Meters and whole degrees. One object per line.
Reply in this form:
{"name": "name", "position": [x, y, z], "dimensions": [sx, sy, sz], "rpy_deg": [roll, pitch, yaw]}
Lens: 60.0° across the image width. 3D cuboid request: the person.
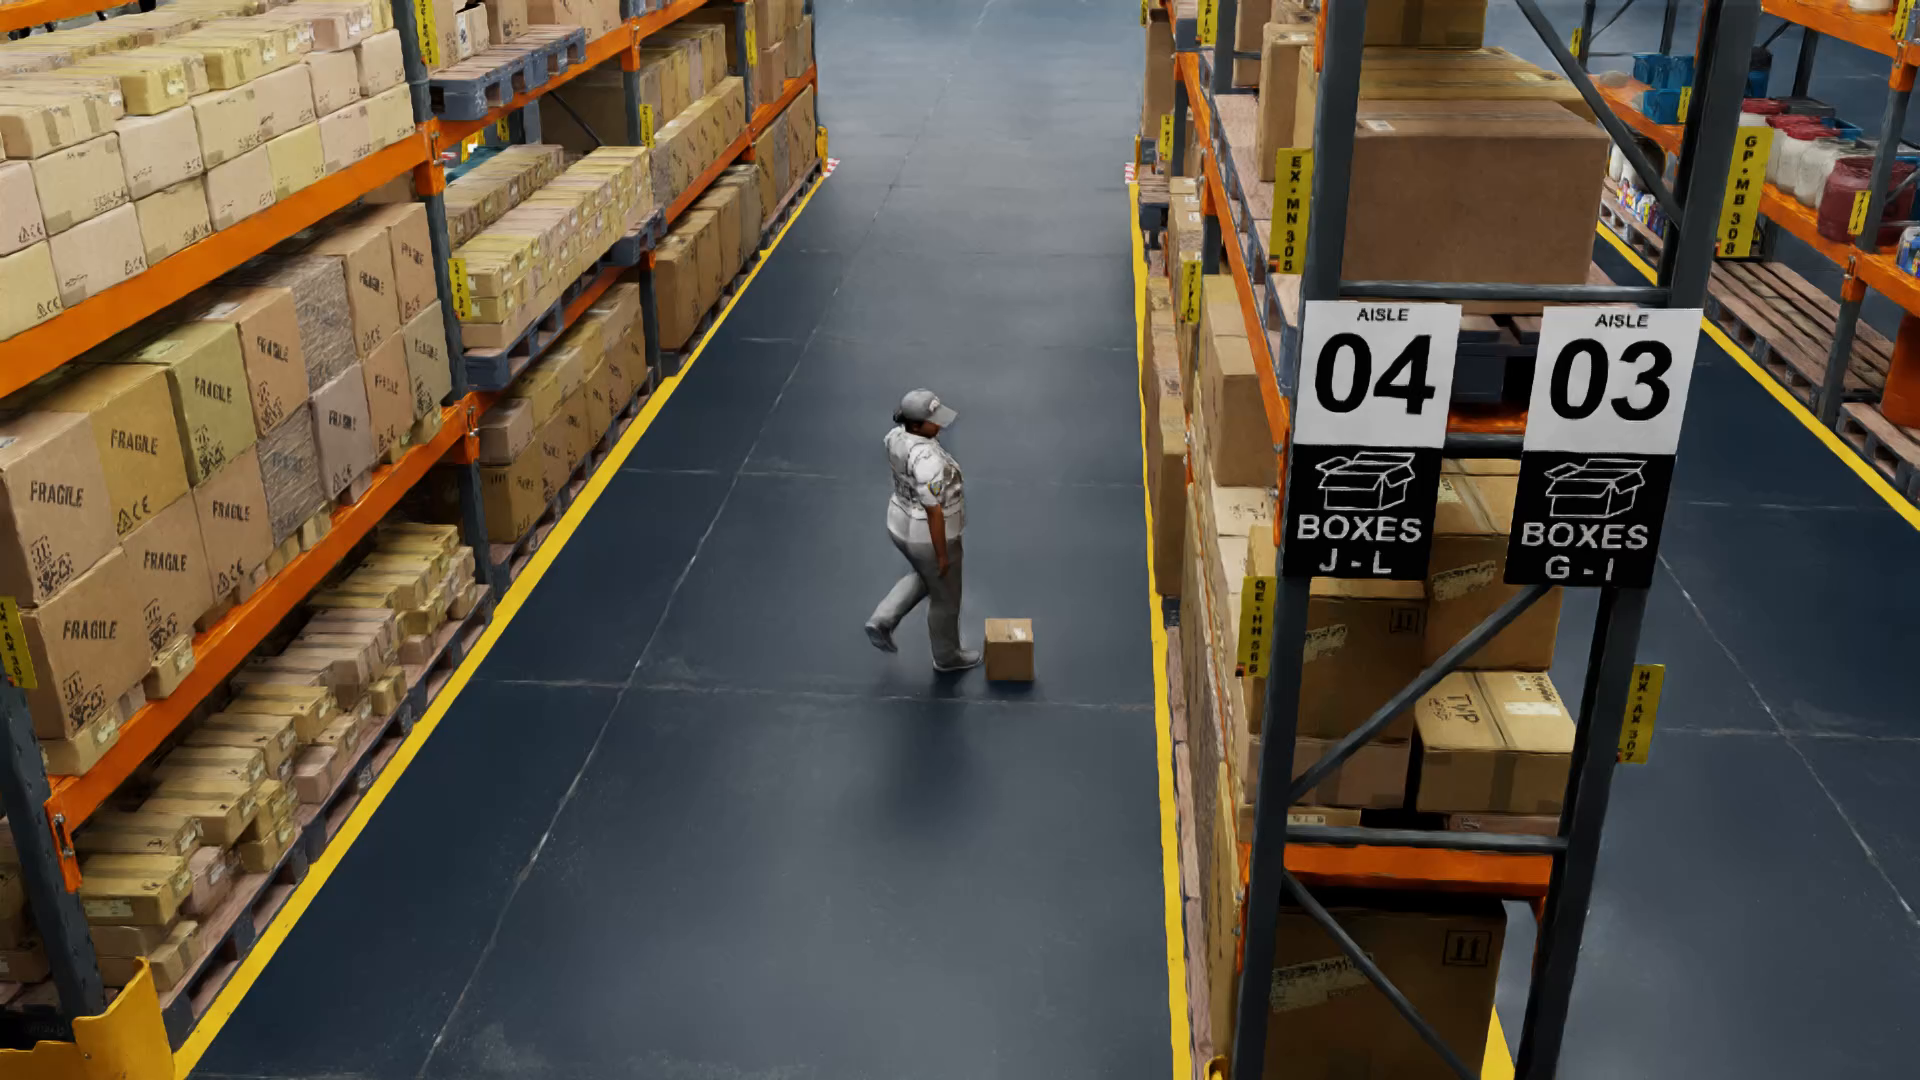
{"name": "person", "position": [-0.165, -0.030, 8.684], "dimensions": [0.637, 1.664, 0.523], "rpy_deg": [-13, 28, -26]}
